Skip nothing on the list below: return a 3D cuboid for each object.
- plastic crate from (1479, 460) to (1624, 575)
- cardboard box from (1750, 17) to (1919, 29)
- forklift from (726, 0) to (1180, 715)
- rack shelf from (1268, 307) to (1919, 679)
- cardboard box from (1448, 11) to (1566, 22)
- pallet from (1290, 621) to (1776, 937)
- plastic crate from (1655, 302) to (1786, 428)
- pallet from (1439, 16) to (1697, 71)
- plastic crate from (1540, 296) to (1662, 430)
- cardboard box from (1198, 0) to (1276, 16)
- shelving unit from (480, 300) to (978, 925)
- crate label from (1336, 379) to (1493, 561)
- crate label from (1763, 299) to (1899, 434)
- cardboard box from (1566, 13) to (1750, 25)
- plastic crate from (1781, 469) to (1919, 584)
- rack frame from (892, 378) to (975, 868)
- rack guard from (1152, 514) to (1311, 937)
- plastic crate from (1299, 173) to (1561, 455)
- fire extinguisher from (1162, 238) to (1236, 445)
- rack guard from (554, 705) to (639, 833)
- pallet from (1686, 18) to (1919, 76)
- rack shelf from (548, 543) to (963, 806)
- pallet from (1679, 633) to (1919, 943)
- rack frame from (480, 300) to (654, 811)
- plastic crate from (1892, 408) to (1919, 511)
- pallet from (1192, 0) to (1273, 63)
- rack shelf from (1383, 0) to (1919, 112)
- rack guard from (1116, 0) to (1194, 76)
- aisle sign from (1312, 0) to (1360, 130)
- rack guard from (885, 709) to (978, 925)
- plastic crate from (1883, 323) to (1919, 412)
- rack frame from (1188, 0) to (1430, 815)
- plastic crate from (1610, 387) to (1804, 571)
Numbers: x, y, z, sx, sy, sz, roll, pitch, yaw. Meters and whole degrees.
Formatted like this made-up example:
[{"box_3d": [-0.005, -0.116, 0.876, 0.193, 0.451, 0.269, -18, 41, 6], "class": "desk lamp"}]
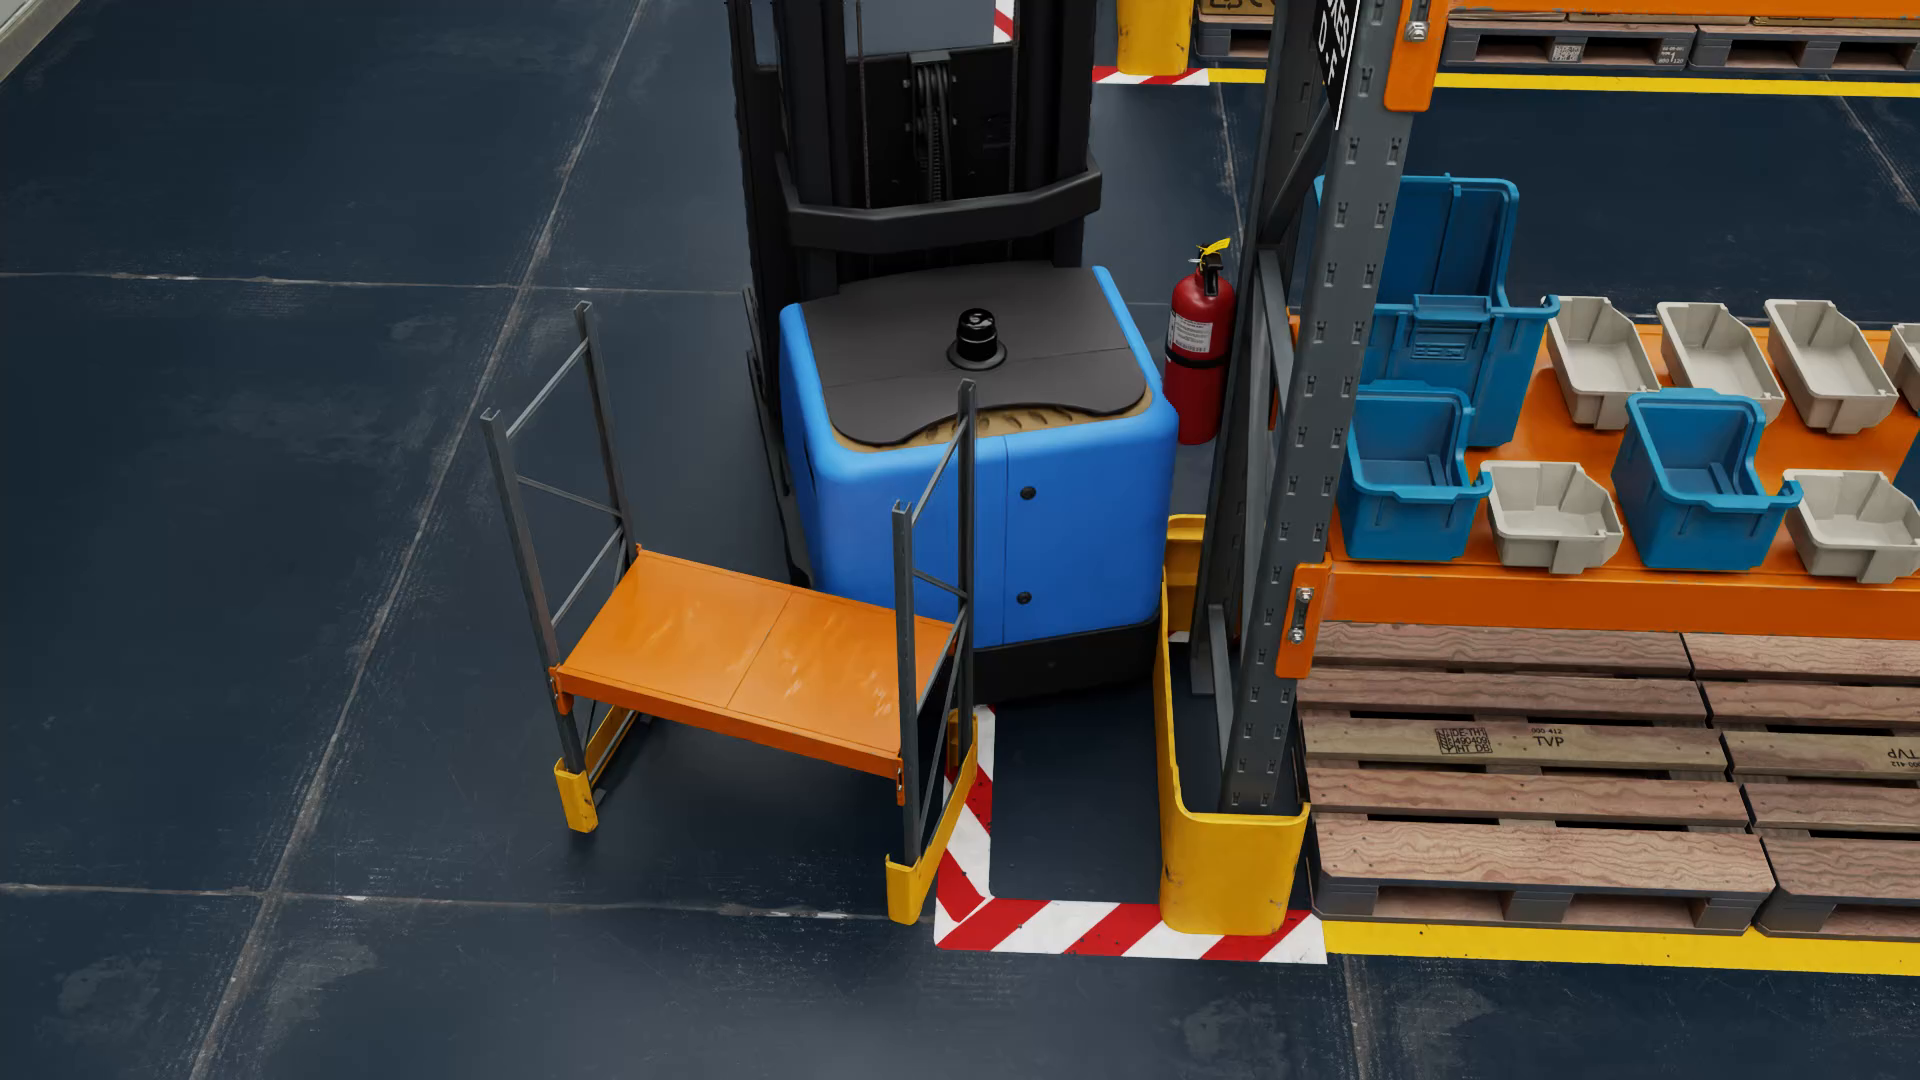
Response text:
[{"box_3d": [1.327, -0.044, 3.746, 0.298, 0.136, 0.250, 2, 43, 2], "class": "plastic crate"}, {"box_3d": [4.341, -3.117, 8.146, 0.875, 0.875, 0.875, 2, 43, 2], "class": "cardboard box"}, {"box_3d": [-0.190, -1.534, 5.246, 1.130, 2.935, 3.031, -8, 44, -9], "class": "forklift"}, {"box_3d": [2.776, -0.092, 4.176, 4.000, 0.370, 1.077, 2, 43, 2], "class": "rack shelf"}, {"box_3d": [2.553, -3.172, 8.205, 0.875, 0.875, 0.875, 2, 43, 2], "class": "cardboard box"}, {"box_3d": [1.600, 0.656, 4.891, 1.213, 0.211, 1.003, 2, 43, 2], "class": "pallet"}, {"box_3d": [1.890, -0.421, 4.151, 0.243, 0.136, 0.396, 2, 43, 2], "class": "plastic crate"}, {"box_3d": [3.019, -2.758, 8.556, 1.213, 0.211, 1.003, 2, 43, 2], "class": "pallet"}, {"box_3d": [1.601, -0.440, 4.171, 0.243, 0.136, 0.396, 2, 43, 2], "class": "plastic crate"}, {"box_3d": [1.644, -3.200, 8.235, 0.875, 0.875, 0.875, 2, 43, 2], "class": "cardboard box"}, {"box_3d": [-0.547, 0.216, 4.418, 1.083, 1.500, 0.587, 13, 44, 13], "class": "shelving unit"}, {"box_3d": [1.010, -0.145, 3.784, 0.303, 0.233, 0.416, 2, 43, 2], "class": "crate label"}, {"box_3d": [2.169, -0.429, 4.160, 0.243, 0.136, 0.396, 2, 43, 2], "class": "crate label"}, {"box_3d": [3.442, -3.145, 8.176, 0.875, 0.875, 0.875, 2, 43, 2], "class": "cardboard box"}, {"box_3d": [2.004, -0.023, 3.723, 0.298, 0.136, 0.250, 2, 43, 2], "class": "plastic crate"}, {"box_3d": [-0.056, 0.327, 4.298, 0.032, 1.500, 0.500, 13, 44, 13], "class": "rack frame"}, {"box_3d": [0.753, 0.506, 4.840, 0.348, 0.500, 1.175, 2, 43, 2], "class": "rack guard"}, {"box_3d": [1.121, -0.568, 4.089, 0.499, 0.435, 0.616, 2, 43, 2], "class": "plastic crate"}, {"box_3d": [0.648, -0.566, 4.487, 0.183, 0.674, 0.296, 2, 43, 2], "class": "fire extinguisher"}, {"box_3d": [-1.019, 0.566, 4.959, 0.087, 0.250, 0.587, 13, 44, 13], "class": "rack guard"}, {"box_3d": [4.241, -2.722, 8.518, 1.213, 0.211, 1.003, 2, 43, 2], "class": "pallet"}, {"box_3d": [-0.538, 0.349, 4.539, 1.000, 0.185, 0.538, 13, 44, 13], "class": "rack shelf"}, {"box_3d": [2.816, 0.695, 4.849, 1.213, 0.211, 1.003, 2, 43, 2], "class": "pallet"}, {"box_3d": [-1.020, 0.108, 4.534, 0.032, 1.500, 0.500, 13, 44, 13], "class": "rack frame"}, {"box_3d": [2.325, -0.105, 3.741, 0.300, 0.233, 0.416, 2, 43, 2], "class": "plastic crate"}, {"box_3d": [1.803, -2.797, 8.598, 1.213, 0.211, 1.003, 2, 43, 2], "class": "pallet"}, {"box_3d": [2.776, -1.189, 3.153, 4.000, 0.370, 1.077, 2, 43, 2], "class": "rack shelf"}, {"box_3d": [0.977, -2.875, 8.470, 0.348, 0.500, 1.175, 2, 43, 2], "class": "rack guard"}, {"box_3d": [0.693, -1.167, 2.895, 0.004, 0.787, 0.394, 2, 43, 2], "class": "aisle sign"}, {"box_3d": [-0.074, 0.781, 4.729, 0.087, 0.250, 0.587, 13, 44, 13], "class": "rack guard"}, {"box_3d": [2.466, -0.433, 4.164, 0.250, 0.136, 0.298, 2, 43, 2], "class": "plastic crate"}, {"box_3d": [0.778, -0.416, 3.996, 0.127, 3.000, 1.000, 2, 43, 2], "class": "rack frame"}, {"box_3d": [1.668, -0.125, 3.762, 0.300, 0.233, 0.416, 2, 43, 2], "class": "plastic crate"}]
